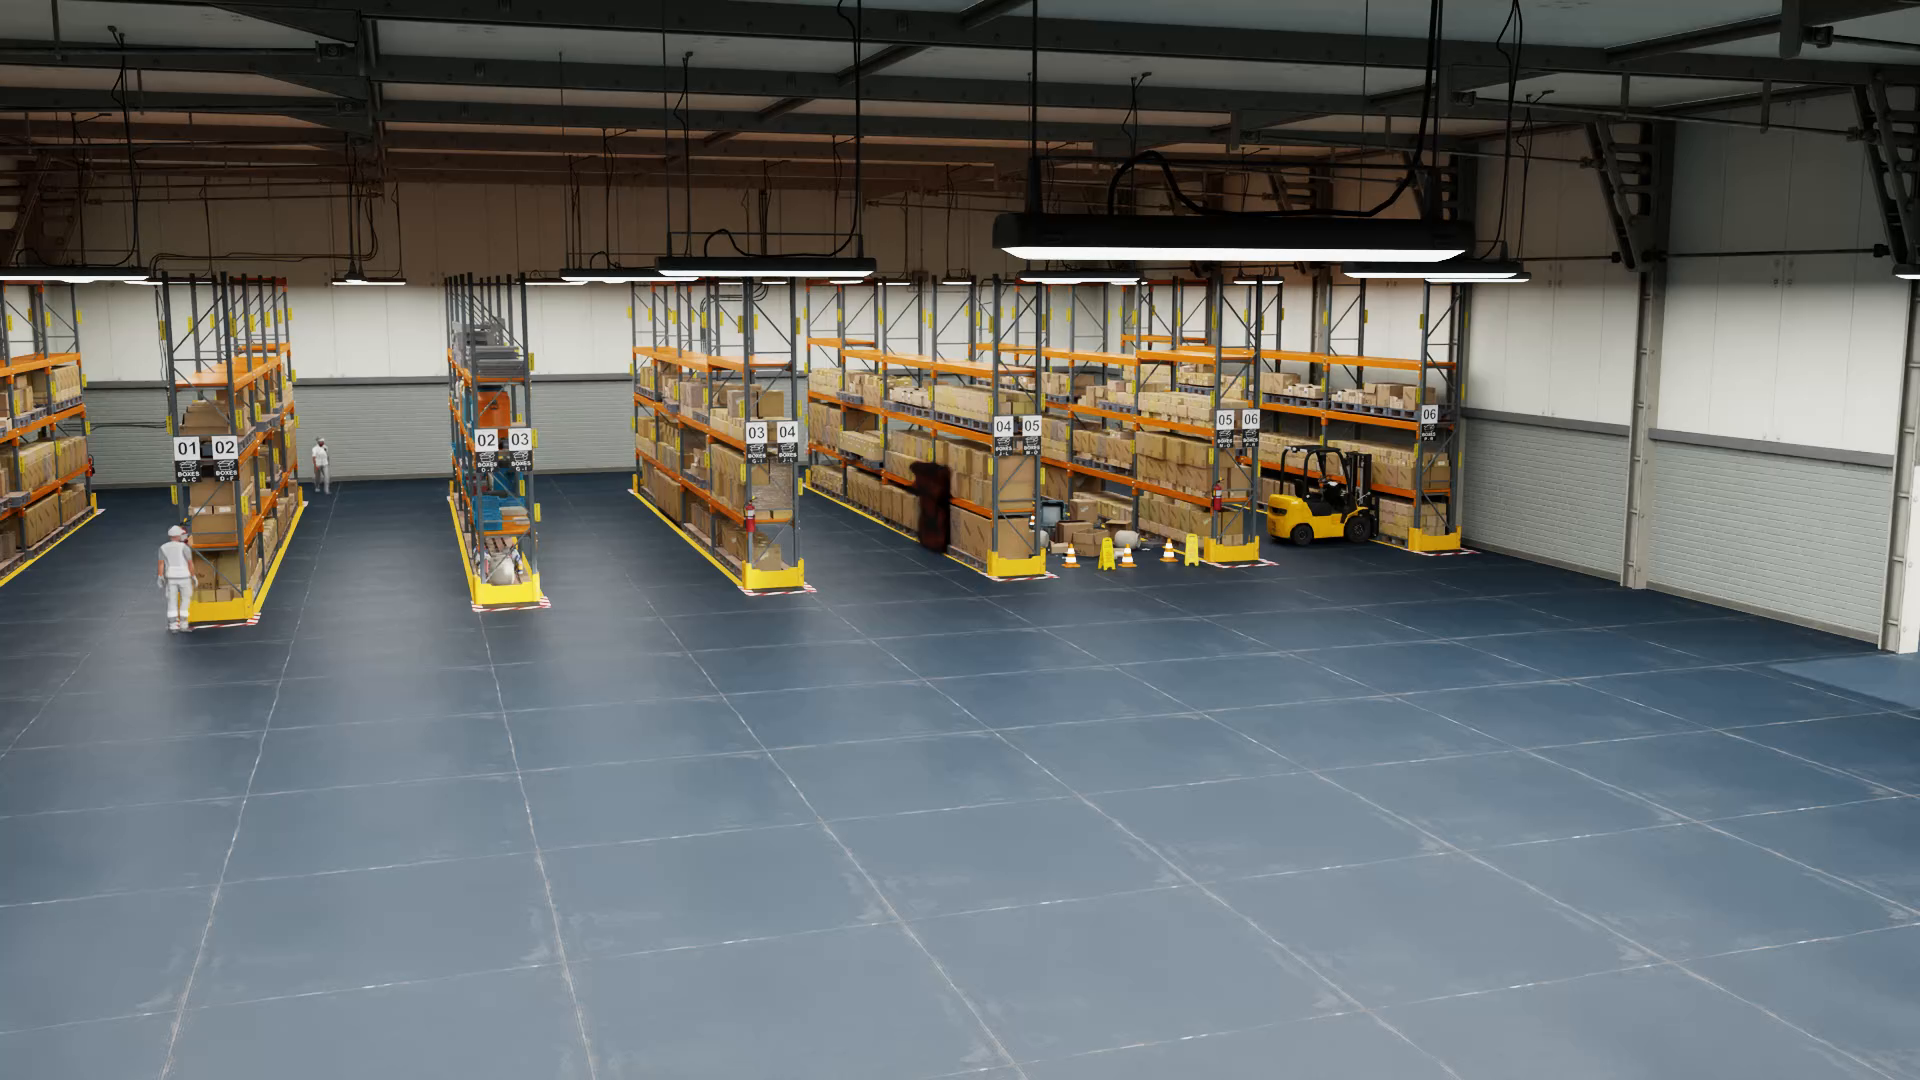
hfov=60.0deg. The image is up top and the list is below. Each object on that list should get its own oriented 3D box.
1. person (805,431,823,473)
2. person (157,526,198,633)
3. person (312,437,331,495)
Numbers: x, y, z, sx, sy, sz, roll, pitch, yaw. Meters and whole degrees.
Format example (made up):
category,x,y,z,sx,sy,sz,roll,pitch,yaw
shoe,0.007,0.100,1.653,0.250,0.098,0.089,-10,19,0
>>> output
category,x,y,z,sx,sy,sz,roll,pitch,yaw
person,-4.375,-2.703,50.058,0.543,1.804,0.417,-7,11,-37
person,-13.094,0.667,27.798,0.675,1.825,0.371,0,9,-2
person,-17.839,-2.077,46.416,0.443,1.630,0.965,-5,10,-30
